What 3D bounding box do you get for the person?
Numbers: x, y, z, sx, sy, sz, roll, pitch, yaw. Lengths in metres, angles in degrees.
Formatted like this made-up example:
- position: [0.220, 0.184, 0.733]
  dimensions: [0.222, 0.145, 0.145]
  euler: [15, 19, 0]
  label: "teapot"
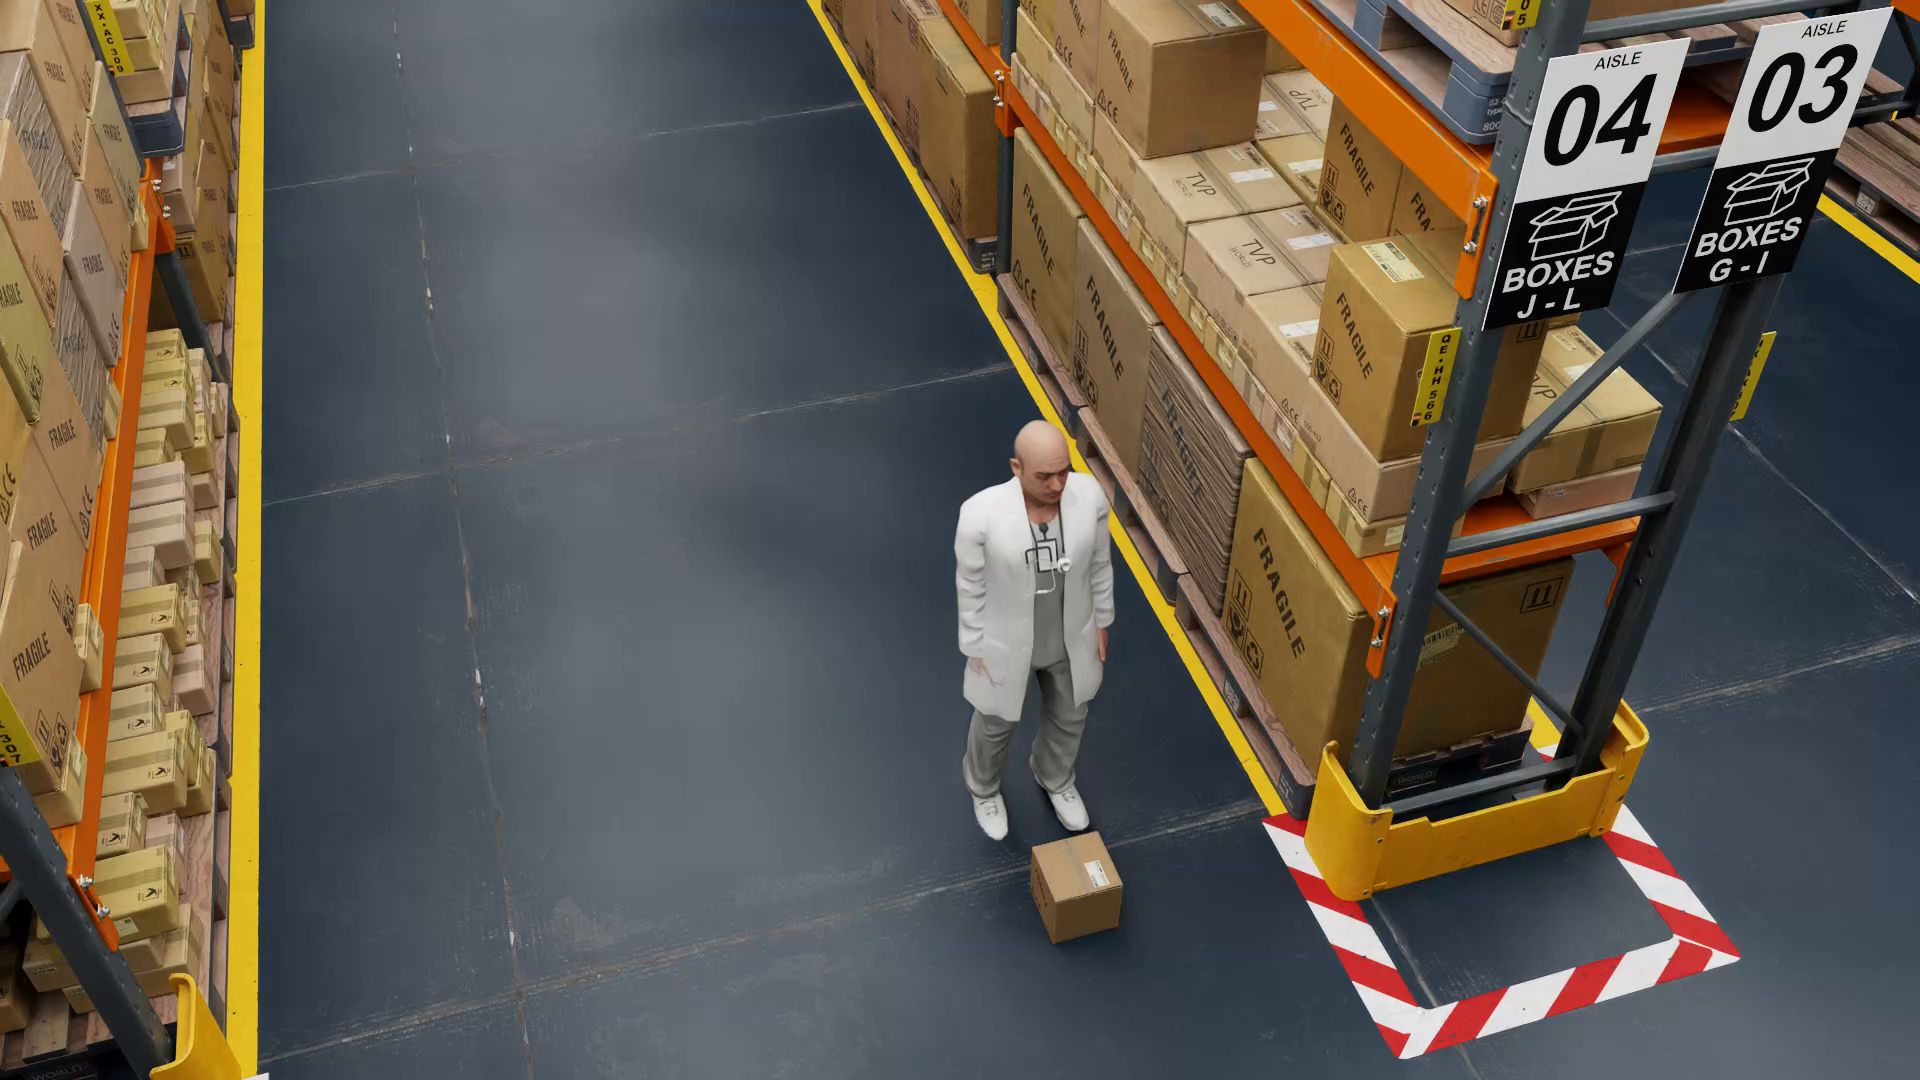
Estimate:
- position: [0.272, 0.352, 5.807]
  dimensions: [0.566, 1.818, 0.438]
  euler: [-12, 43, -13]
  label: "person"
